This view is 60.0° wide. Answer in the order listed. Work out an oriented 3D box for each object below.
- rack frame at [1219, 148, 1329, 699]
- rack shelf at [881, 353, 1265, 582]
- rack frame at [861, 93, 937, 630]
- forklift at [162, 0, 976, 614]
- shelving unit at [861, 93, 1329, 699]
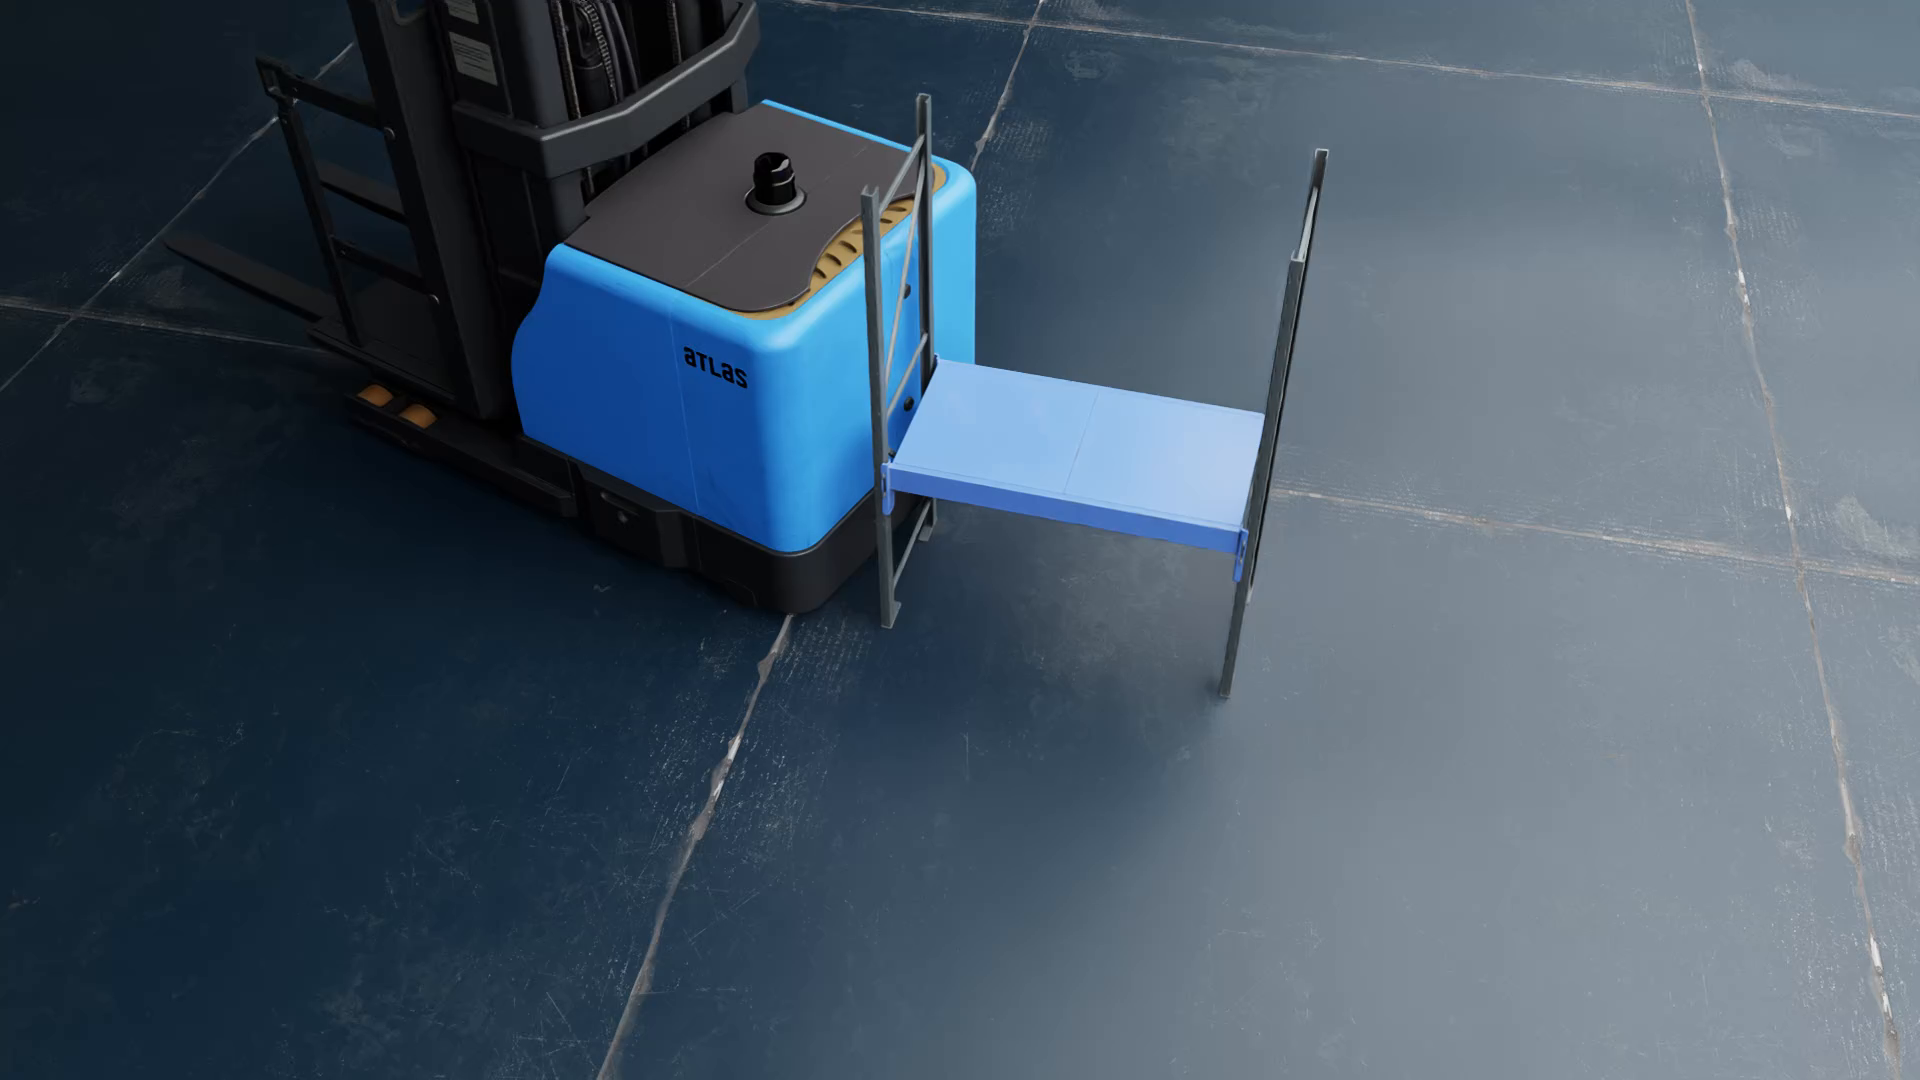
[{"bbox_3d":[0.825,-0.253,4.432,0.032,1.500,0.500,11,45,11],"label":"rack frame"},{"bbox_3d":[0.335,-0.218,4.654,1.000,0.185,0.538,11,45,11],"label":"rack shelf"},{"bbox_3d":[-0.155,-0.441,4.627,0.032,1.500,0.500,11,45,11],"label":"rack frame"},{"bbox_3d":[-1.457,-1.626,4.826,3.031,2.935,1.130,24,49,23],"label":"forklift"},{"bbox_3d":[0.335,-0.347,4.529,1.048,1.500,0.538,11,45,11],"label":"shelving unit"}]
